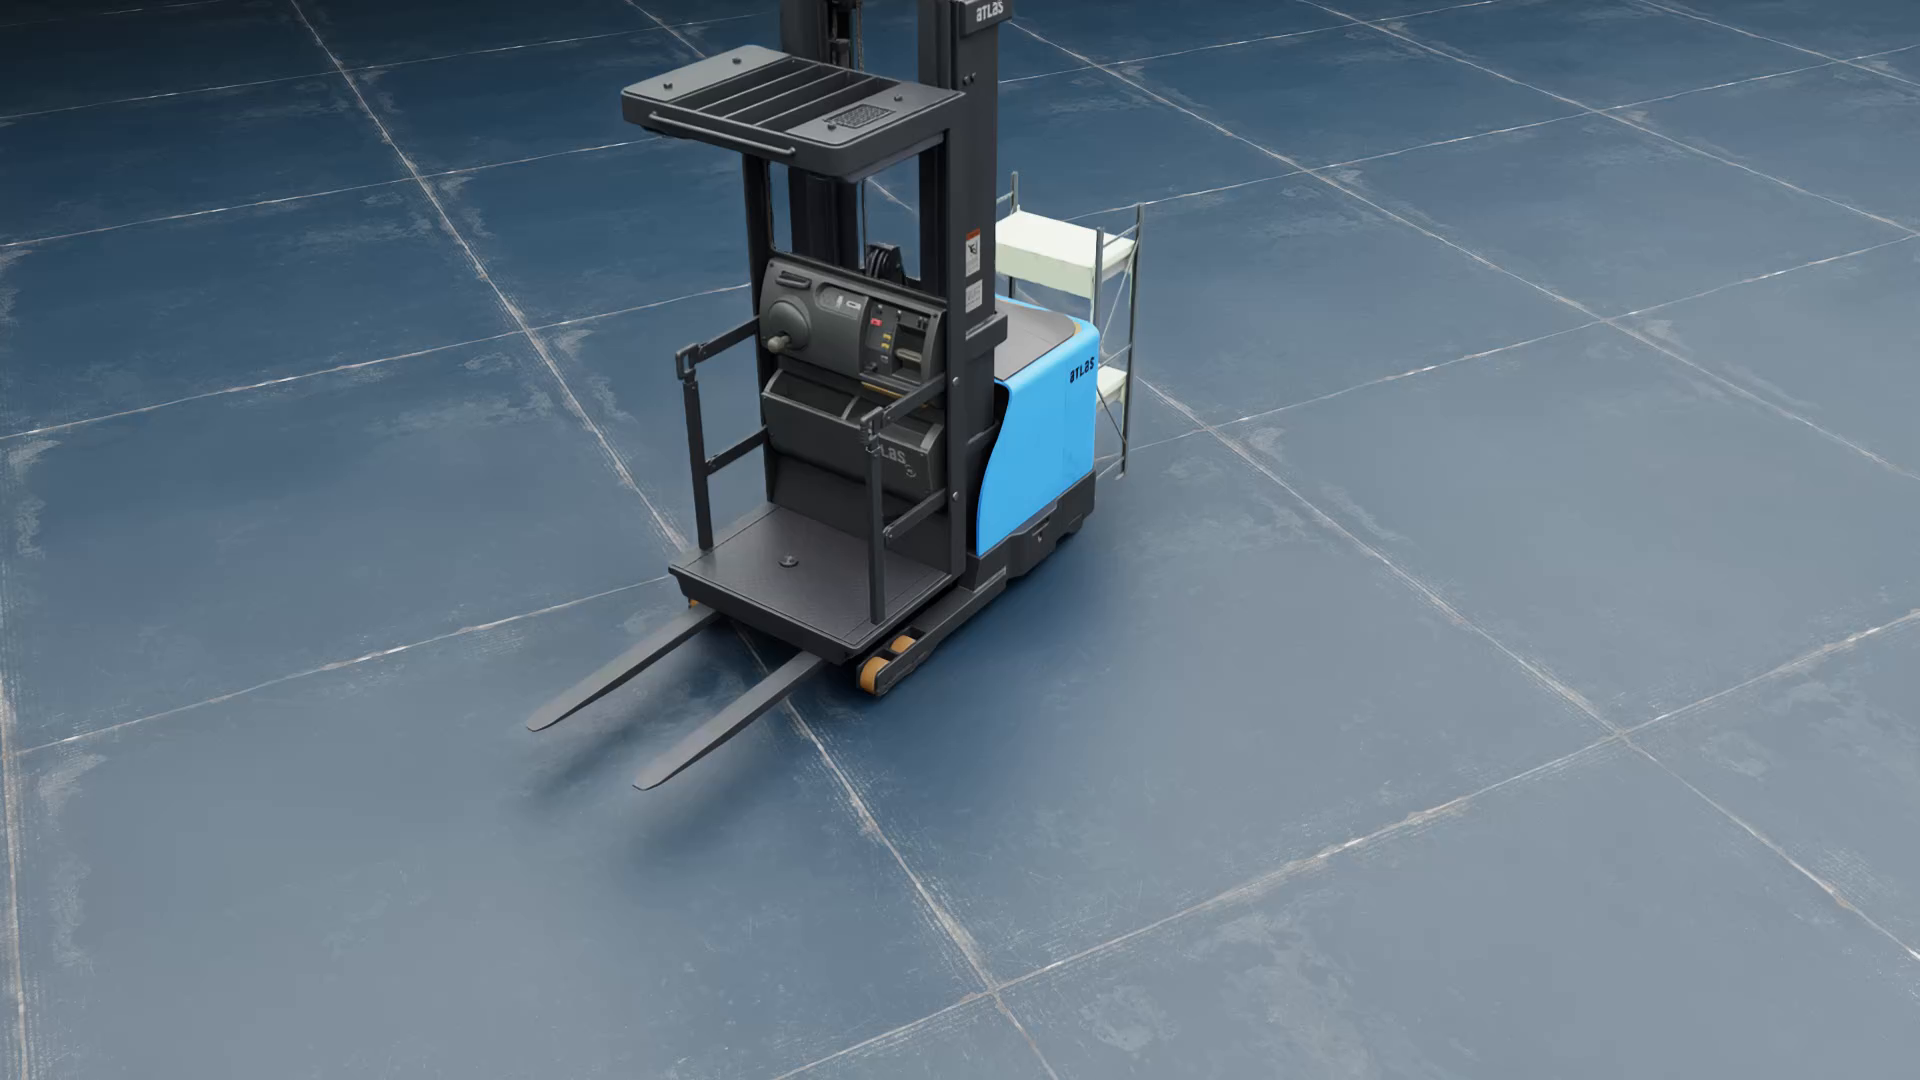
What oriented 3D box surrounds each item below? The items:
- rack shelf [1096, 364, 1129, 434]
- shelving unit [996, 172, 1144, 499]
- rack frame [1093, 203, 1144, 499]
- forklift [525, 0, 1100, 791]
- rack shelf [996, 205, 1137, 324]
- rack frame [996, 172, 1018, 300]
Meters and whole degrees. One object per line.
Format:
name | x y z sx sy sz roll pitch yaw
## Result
rack shelf | 0.463 -0.741 8.620 0.720 0.370 0.431 21 38 30
shelving unit | 0.463 -1.015 8.445 0.755 1.500 0.431 21 38 30
rack frame | 0.760 -0.900 8.264 0.023 1.500 0.400 21 38 30
forklift | -0.593 -0.858 6.872 1.130 2.935 3.031 21 38 30
rack shelf | 0.463 -1.344 8.234 0.720 0.370 0.431 21 38 30
rack frame | 0.166 -1.131 8.625 0.023 1.500 0.400 21 38 30
